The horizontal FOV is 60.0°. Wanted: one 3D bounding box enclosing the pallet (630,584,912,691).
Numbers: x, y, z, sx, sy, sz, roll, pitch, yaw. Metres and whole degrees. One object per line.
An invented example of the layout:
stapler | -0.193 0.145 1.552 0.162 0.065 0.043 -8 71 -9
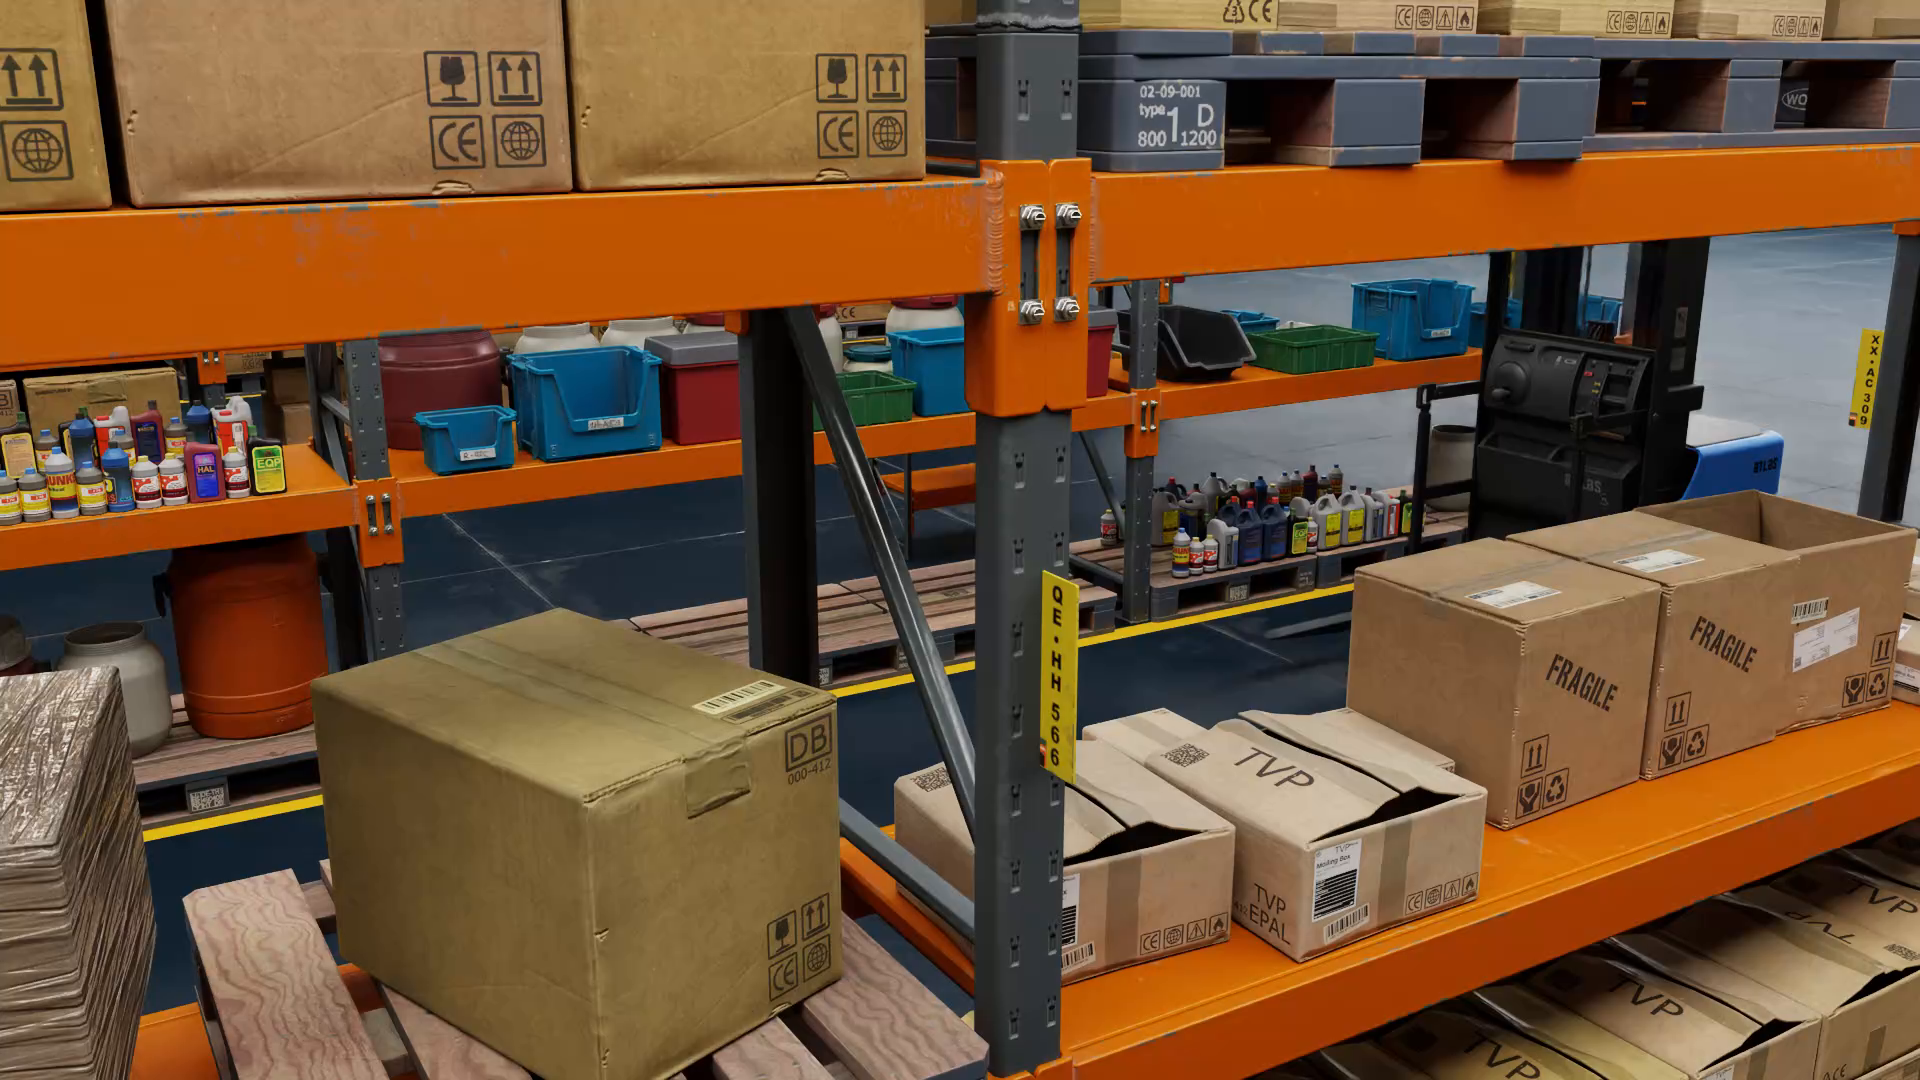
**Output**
pallet | -0.955 0.538 8.598 1.213 0.211 1.003 -9 18 -30

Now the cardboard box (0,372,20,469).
cardboard box | -6.605 -0.649 10.826 0.875 0.875 1.225 -9 18 -30

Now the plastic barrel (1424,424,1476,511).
plastic barrel | 3.220 -0.475 10.877 0.421 0.512 0.421 0 16 0

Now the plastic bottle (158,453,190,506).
plastic bottle | -3.117 -0.243 6.586 0.097 0.201 0.097 0 16 0

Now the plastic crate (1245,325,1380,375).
plastic crate | 2.054 -1.114 9.721 0.662 0.188 0.450 -9 18 -30

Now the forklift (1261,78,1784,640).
forklift | 2.971 -0.858 8.542 3.031 2.935 1.130 -10 18 -31

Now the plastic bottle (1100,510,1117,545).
plastic bottle | 0.896 -0.080 10.007 0.097 0.201 0.097 0 16 0

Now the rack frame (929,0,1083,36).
rack frame | -0.136 -2.279 2.368 0.127 3.000 1.000 -9 18 -30

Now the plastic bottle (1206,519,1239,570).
plastic bottle | 1.507 0.012 9.539 0.135 0.276 0.152 -8 18 -28

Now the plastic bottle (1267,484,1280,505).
plastic bottle | 1.995 -0.258 10.643 0.097 0.201 0.097 0 16 0

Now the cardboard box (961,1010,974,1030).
cardboard box | 0.187 1.331 3.880 0.500 0.311 0.500 -9 18 -28

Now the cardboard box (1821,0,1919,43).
cardboard box | 2.291 -1.360 4.148 0.500 0.250 0.500 -11 19 -35

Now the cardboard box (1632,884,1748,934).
cardboard box | 1.936 1.046 4.900 0.500 0.311 0.500 -10 18 -32

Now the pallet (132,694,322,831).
pallet | -3.338 0.925 7.219 1.213 0.211 1.003 -9 18 -30

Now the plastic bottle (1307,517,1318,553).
plastic bottle | 2.067 -0.034 9.843 0.097 0.201 0.097 0 16 0

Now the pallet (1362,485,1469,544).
pallet | 3.434 -0.173 11.137 1.213 0.211 1.003 -9 18 -30

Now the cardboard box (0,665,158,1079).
cardboard box | -1.500 0.556 2.407 0.500 0.500 0.700 -6 17 -19

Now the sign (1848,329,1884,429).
sign | 3.006 -0.530 5.492 0.005 0.325 0.100 -9 18 -30

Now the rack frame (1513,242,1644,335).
rack frame | 4.174 -1.649 11.236 0.127 3.000 1.000 -9 18 -30

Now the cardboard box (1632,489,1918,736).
cardboard box | 2.175 0.182 4.520 0.500 0.500 0.500 -8 17 -26

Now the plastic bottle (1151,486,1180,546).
plastic bottle | 1.223 -0.152 9.988 0.185 0.351 0.144 -9 18 -30

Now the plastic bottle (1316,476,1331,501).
plastic bottle | 2.371 -0.319 10.861 0.097 0.201 0.097 0 16 0

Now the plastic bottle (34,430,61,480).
plastic bottle | -3.845 -0.363 7.017 0.097 0.201 0.097 0 16 0

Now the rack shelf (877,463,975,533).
rack shelf | -0.006 -0.305 10.821 1.000 0.278 0.538 -9 18 -30

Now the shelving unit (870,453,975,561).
shelving unit | -0.006 -0.541 10.755 1.048 1.125 0.538 -9 18 -30

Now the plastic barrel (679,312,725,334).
plastic barrel | -1.187 -0.914 8.362 0.433 0.535 0.433 0 16 0

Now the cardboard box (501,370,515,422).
cardboard box | -3.241 -1.027 12.833 0.500 0.500 0.700 -11 19 -34

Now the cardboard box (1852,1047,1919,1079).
cardboard box | 2.214 1.441 4.528 0.500 0.250 0.500 -9 18 -28

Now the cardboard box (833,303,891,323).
cardboard box | -1.392 -3.026 19.307 0.875 0.875 0.875 -9 18 -29

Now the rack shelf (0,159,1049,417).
rack shelf | -1.850 -0.210 1.879 4.000 0.370 1.077 -9 18 -30

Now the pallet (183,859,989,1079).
pallet | -0.680 0.812 2.810 1.003 0.211 1.213 -9 18 -30

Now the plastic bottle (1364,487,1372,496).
plastic bottle | 2.540 -0.192 10.255 0.133 0.283 0.061 -9 18 -30

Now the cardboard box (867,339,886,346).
cardboard box | -0.463 -1.470 14.449 0.500 0.500 0.500 -11 19 -35

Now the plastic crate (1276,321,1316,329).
plastic crate | 2.007 -1.250 10.302 0.437 0.136 0.530 -9 18 -30

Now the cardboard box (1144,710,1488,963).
cardboard box | 0.731 0.573 3.474 0.500 0.311 0.500 -9 18 -30

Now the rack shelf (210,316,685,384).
rack shelf | -3.520 -1.615 12.445 4.000 0.370 1.077 -9 18 -30

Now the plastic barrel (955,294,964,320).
plastic barrel | 0.258 -1.351 9.243 0.708 0.901 0.600 -9 18 -30

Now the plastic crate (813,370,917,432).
plastic crate | -0.602 -0.684 8.184 0.662 0.188 0.450 -9 18 -30

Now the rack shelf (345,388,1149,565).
rack shelf | -0.969 -0.469 8.357 4.000 0.370 1.077 -9 18 -30

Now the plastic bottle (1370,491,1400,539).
plastic bottle | 2.595 -0.164 10.169 0.135 0.276 0.152 -9 18 -29

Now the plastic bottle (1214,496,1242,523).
plastic bottle | 1.577 -0.079 9.727 0.185 0.351 0.144 -9 18 -30

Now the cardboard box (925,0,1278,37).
cardboard box | 0.224 -1.041 3.008 0.500 0.250 0.500 -11 19 -34

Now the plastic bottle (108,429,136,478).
plastic bottle | -3.537 -0.365 7.024 0.097 0.201 0.097 0 16 0

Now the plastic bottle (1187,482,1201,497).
plastic bottle | 1.432 -0.212 10.327 0.133 0.283 0.061 -8 17 -26

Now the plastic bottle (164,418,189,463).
plastic bottle | -3.418 -0.433 7.264 0.097 0.201 0.097 0 16 0

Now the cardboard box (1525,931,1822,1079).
cardboard box | 1.789 1.239 4.208 0.500 0.311 0.500 -9 18 -30
